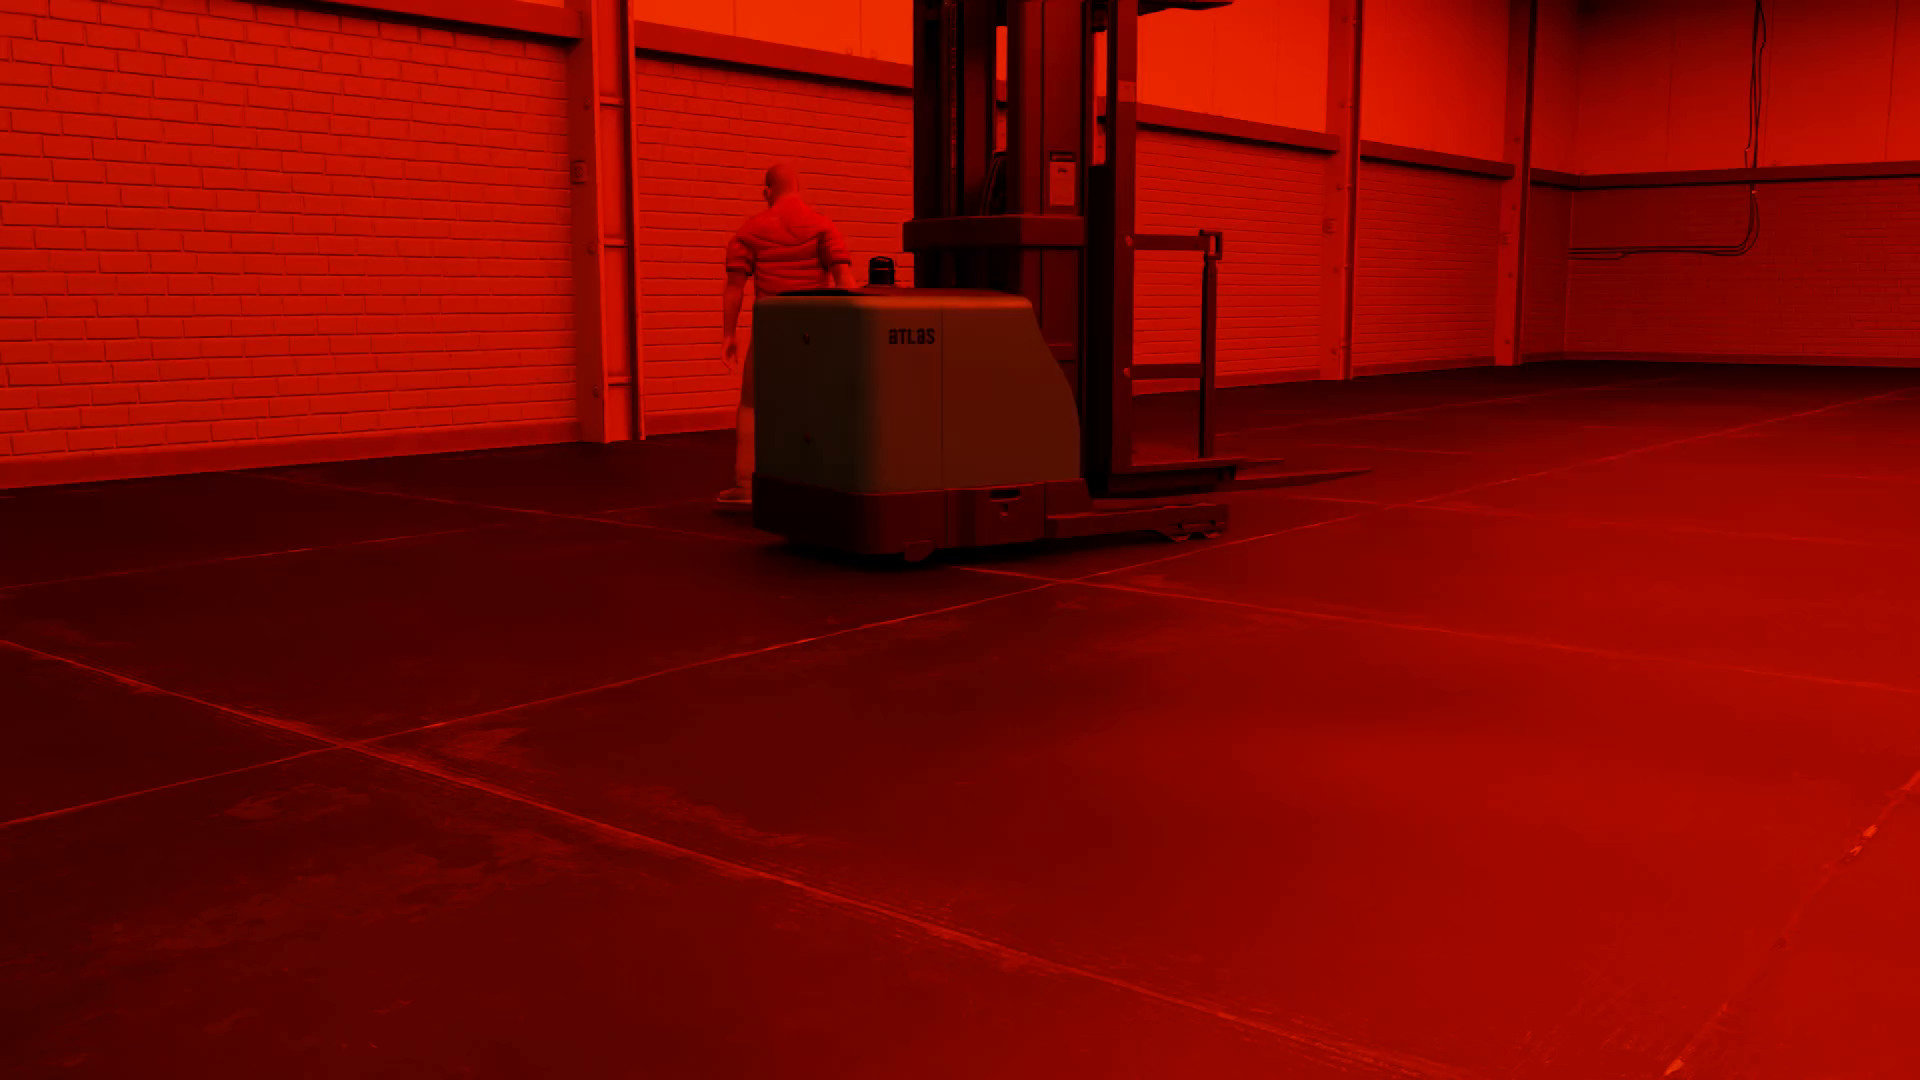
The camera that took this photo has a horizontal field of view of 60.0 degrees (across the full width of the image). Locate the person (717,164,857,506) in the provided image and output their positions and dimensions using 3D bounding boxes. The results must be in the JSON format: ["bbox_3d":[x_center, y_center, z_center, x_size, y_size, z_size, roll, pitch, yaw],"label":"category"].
[{"bbox_3d":[-0.815,-1.009,8.252,0.817,1.686,0.480,1,8,8],"label":"person"}]

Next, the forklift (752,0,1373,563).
[{"bbox_3d":[0.605,-1.498,7.521,3.031,2.935,1.130,-5,10,-33],"label":"forklift"}]
